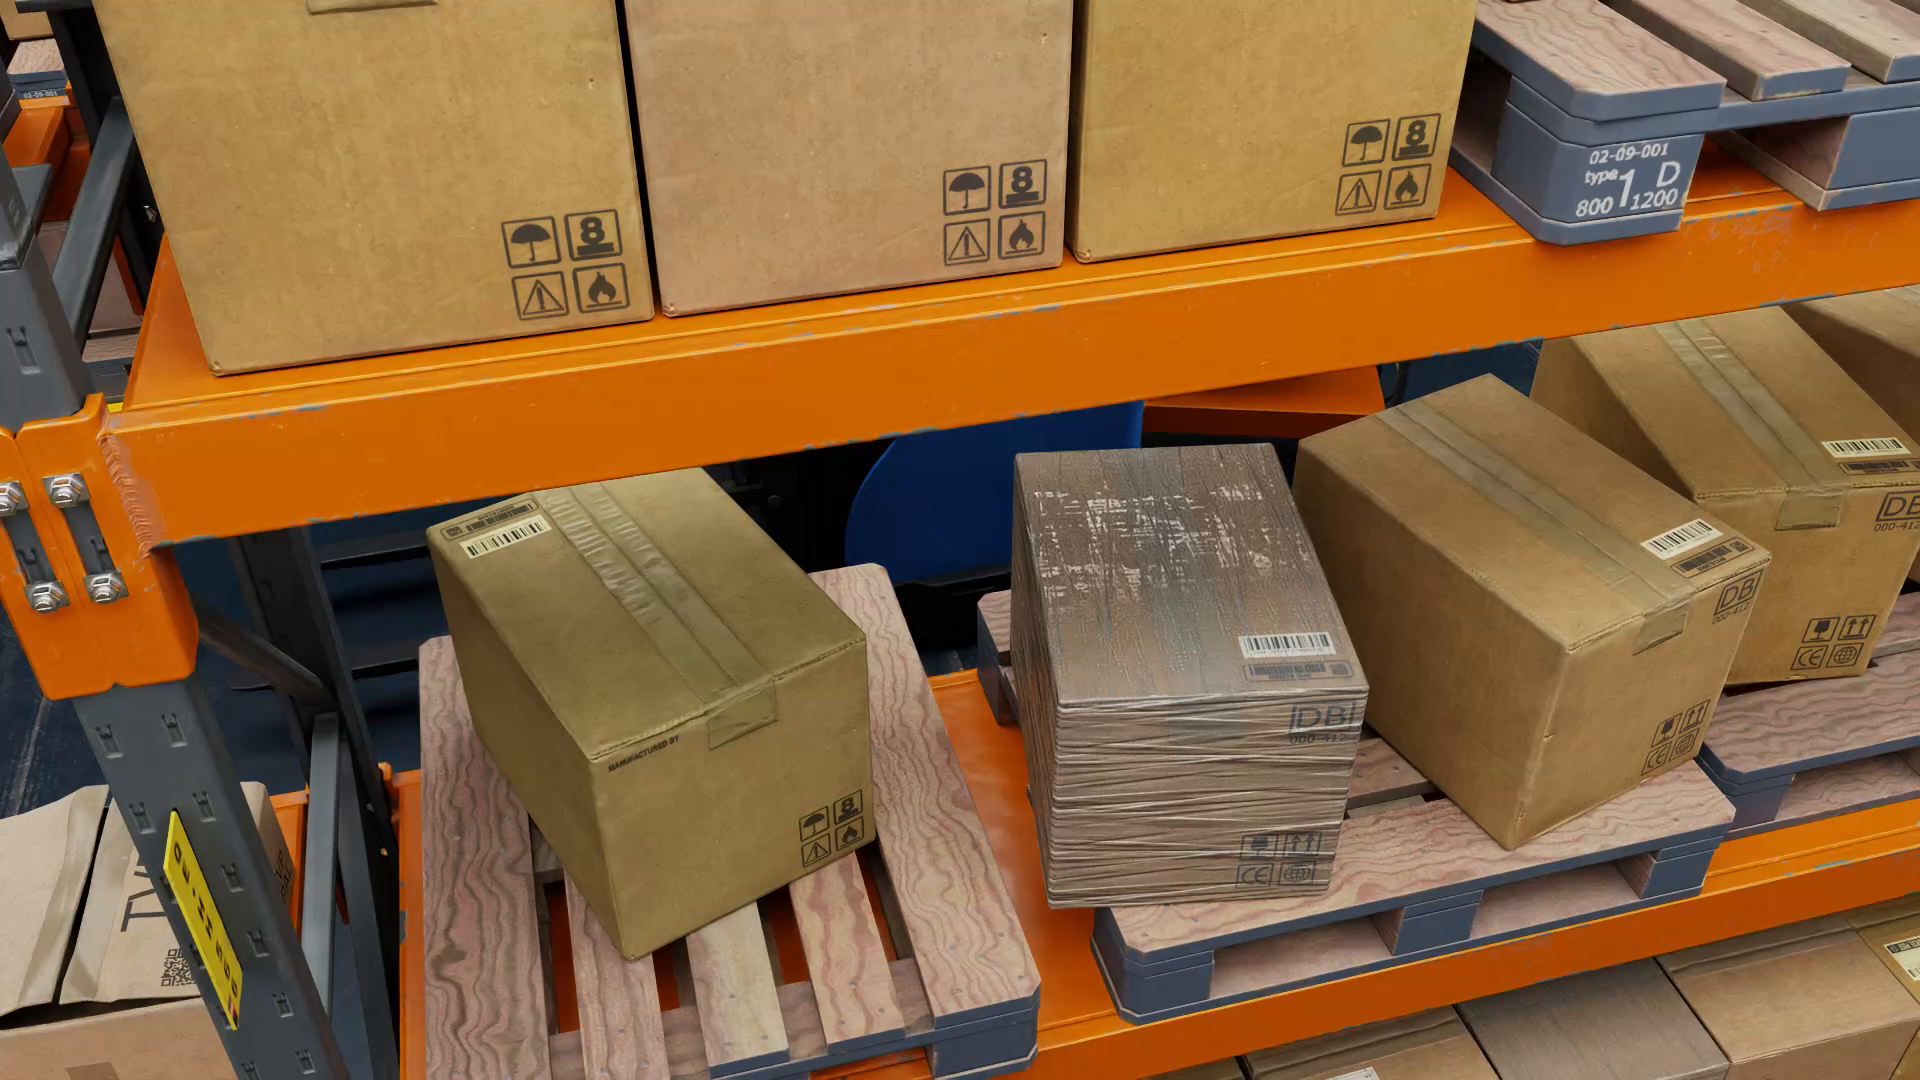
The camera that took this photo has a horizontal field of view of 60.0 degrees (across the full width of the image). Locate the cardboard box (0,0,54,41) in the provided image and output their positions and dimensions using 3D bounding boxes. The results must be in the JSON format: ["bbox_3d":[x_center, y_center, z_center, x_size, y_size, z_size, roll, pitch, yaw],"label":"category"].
[{"bbox_3d":[-3.413,-2.299,6.342,0.500,0.500,0.700,-13,39,-16],"label":"cardboard box"}]

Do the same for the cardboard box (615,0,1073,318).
[{"bbox_3d":[-0.229,-0.765,2.230,0.500,0.500,0.910,-9,38,-12],"label":"cardboard box"}]

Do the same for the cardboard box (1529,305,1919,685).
[{"bbox_3d":[1.565,-0.114,3.502,0.500,0.500,0.700,-4,38,-5],"label":"cardboard box"}]

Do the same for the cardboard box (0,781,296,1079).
[{"bbox_3d":[-1.496,0.704,2.935,0.500,0.311,0.500,-7,38,-9],"label":"cardboard box"}]

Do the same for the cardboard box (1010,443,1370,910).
[{"bbox_3d":[0.378,0.231,3.051,0.500,0.500,0.700,-3,37,-3],"label":"cardboard box"}]

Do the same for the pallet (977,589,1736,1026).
[{"bbox_3d":[0.742,0.402,3.414,1.213,0.211,1.003,-9,38,-12],"label":"pallet"}]

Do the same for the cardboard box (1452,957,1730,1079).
[{"bbox_3d":[1.363,1.220,3.882,0.500,0.500,0.500,-9,38,-11],"label":"cardboard box"}]

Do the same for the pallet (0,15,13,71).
[{"bbox_3d":[-4.329,-1.855,6.364,1.213,0.211,1.003,-9,38,-12],"label":"pallet"}]

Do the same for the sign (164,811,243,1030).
[{"bbox_3d":[-0.986,0.501,2.173,0.005,0.325,0.100,-9,38,-12],"label":"sign"}]

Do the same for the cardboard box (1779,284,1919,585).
[{"bbox_3d":[2.212,-0.260,3.693,0.500,0.500,0.700,-23,43,-27],"label":"cardboard box"}]

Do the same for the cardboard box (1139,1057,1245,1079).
[{"bbox_3d":[0.370,1.387,3.663,0.500,0.500,0.500,-10,38,-13],"label":"cardboard box"}]

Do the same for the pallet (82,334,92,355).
[{"bbox_3d":[-4.359,-0.847,7.184,1.213,0.211,1.003,-9,38,-12],"label":"pallet"}]

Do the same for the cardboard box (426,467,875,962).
[{"bbox_3d":[-0.555,0.264,3.008,0.500,0.500,0.700,-23,43,-27],"label":"cardboard box"}]

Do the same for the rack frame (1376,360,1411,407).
[{"bbox_3d":[1.627,-0.709,6.251,0.032,1.125,0.500,3,37,4],"label":"rack frame"}]

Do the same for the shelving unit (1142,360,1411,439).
[{"bbox_3d":[1.120,-0.733,6.282,1.048,1.125,0.538,3,37,4],"label":"shelving unit"}]

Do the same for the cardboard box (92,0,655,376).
[{"bbox_3d":[-0.721,-0.684,2.124,0.500,0.500,0.910,-9,38,-12],"label":"cardboard box"}]

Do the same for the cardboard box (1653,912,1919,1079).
[{"bbox_3d":[1.847,1.140,3.986,0.500,0.500,0.500,-9,38,-12],"label":"cardboard box"}]

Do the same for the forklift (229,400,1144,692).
[{"bbox_3d":[-0.954,-0.967,5.101,3.031,2.935,1.130,-10,39,-13],"label":"forklift"}]

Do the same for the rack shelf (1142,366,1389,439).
[{"bbox_3d":[1.120,-0.539,6.431,1.000,0.278,0.538,3,37,4],"label":"rack shelf"}]

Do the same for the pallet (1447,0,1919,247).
[{"bbox_3d":[1.080,-0.886,2.625,1.003,0.211,1.213,-9,38,-12],"label":"pallet"}]

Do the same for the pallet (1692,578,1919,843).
[{"bbox_3d":[1.928,0.141,3.754,1.213,0.211,1.003,-9,38,-12],"label":"pallet"}]

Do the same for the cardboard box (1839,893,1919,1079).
[{"bbox_3d":[2.326,1.067,4.082,0.500,0.500,0.500,-10,38,-12],"label":"cardboard box"}]

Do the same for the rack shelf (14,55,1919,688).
[{"bbox_3d":[0.797,-0.586,2.671,4.000,0.370,1.077,-9,38,-12],"label":"rack shelf"}]

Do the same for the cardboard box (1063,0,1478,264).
[{"bbox_3d":[0.273,-0.847,2.337,0.500,0.500,0.910,-9,38,-12],"label":"cardboard box"}]

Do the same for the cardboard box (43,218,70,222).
[{"bbox_3d":[-3.677,-1.550,6.886,0.500,0.250,0.500,-9,38,-11],"label":"cardboard box"}]

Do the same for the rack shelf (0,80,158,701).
[{"bbox_3d":[-3.065,0.047,1.843,4.000,0.370,1.077,-9,38,-12],"label":"rack shelf"}]

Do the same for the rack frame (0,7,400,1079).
[{"bbox_3d":[-1.134,0.636,2.949,0.127,3.000,1.000,-9,38,-12],"label":"rack frame"}]

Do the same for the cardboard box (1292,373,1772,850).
[{"bbox_3d":[1.038,0.112,3.207,0.500,0.500,0.700,-19,41,-23],"label":"cardboard box"}]

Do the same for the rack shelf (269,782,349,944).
[{"bbox_3d":[-3.065,1.239,2.754,4.000,0.370,1.077,-9,38,-12],"label":"rack shelf"}]

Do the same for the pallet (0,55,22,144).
[{"bbox_3d":[-1.766,-0.320,1.886,1.003,0.211,1.213,-8,38,-10],"label":"pallet"}]

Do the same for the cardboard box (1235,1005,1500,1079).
[{"bbox_3d":[0.872,1.301,3.775,0.500,0.500,0.500,-11,39,-13],"label":"cardboard box"}]

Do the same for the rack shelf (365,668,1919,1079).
[{"bbox_3d":[0.797,0.605,3.582,4.000,0.370,1.077,-9,38,-12],"label":"rack shelf"}]

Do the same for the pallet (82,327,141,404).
[{"bbox_3d":[-3.184,-1.038,7.434,1.213,0.211,1.003,-9,38,-12],"label":"pallet"}]

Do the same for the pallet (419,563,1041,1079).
[{"bbox_3d":[-0.498,0.564,3.202,1.003,0.211,1.213,-9,38,-12],"label":"pallet"}]

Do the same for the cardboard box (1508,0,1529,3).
[{"bbox_3d":[0.935,-1.186,2.352,0.600,0.600,0.600,-11,39,-14],"label":"cardboard box"}]

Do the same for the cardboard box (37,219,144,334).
[{"bbox_3d":[-3.638,-1.293,7.166,0.500,0.500,0.700,-9,38,-12],"label":"cardboard box"}]

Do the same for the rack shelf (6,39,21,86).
[{"bbox_3d":[-4.360,-1.666,6.552,4.000,0.370,1.077,-9,38,-12],"label":"rack shelf"}]

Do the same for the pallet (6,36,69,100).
[{"bbox_3d":[-3.089,-2.017,6.576,1.003,0.211,1.213,-9,38,-12],"label":"pallet"}]

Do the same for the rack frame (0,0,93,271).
[{"bbox_3d":[-1.134,-1.747,1.127,0.127,3.000,1.000,-9,38,-12],"label":"rack frame"}]
